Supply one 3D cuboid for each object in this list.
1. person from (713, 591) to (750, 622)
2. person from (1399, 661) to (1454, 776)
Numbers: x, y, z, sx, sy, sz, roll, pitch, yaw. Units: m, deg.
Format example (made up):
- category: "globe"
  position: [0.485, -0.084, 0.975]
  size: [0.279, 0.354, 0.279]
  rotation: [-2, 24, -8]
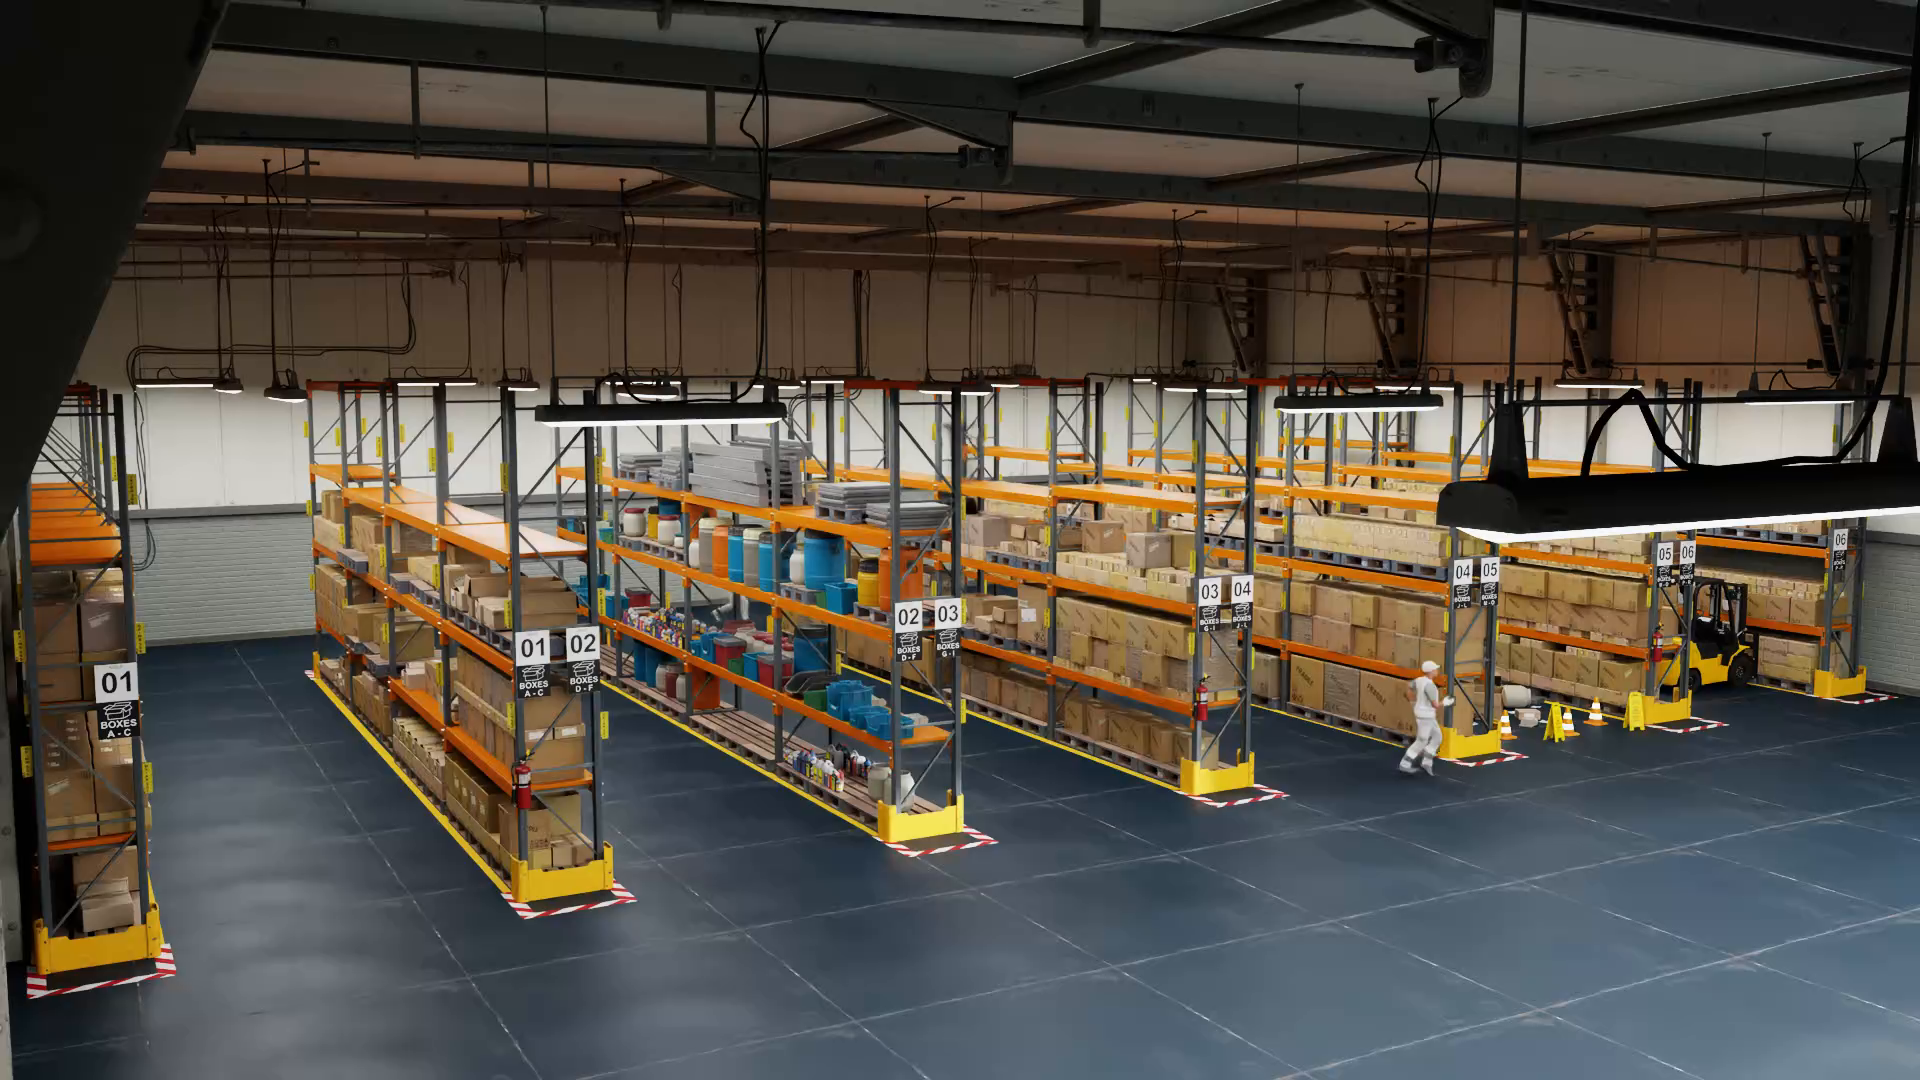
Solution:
- category: "person"
  position: [-5.478, 1.250, 40.197]
  size: [1.010, 1.720, 0.693]
  rotation: [-1, 6, -9]
- category: "person"
  position: [7.148, 2.757, 25.490]
  size: [0.802, 1.847, 0.639]
  rotation: [1, 6, 6]
